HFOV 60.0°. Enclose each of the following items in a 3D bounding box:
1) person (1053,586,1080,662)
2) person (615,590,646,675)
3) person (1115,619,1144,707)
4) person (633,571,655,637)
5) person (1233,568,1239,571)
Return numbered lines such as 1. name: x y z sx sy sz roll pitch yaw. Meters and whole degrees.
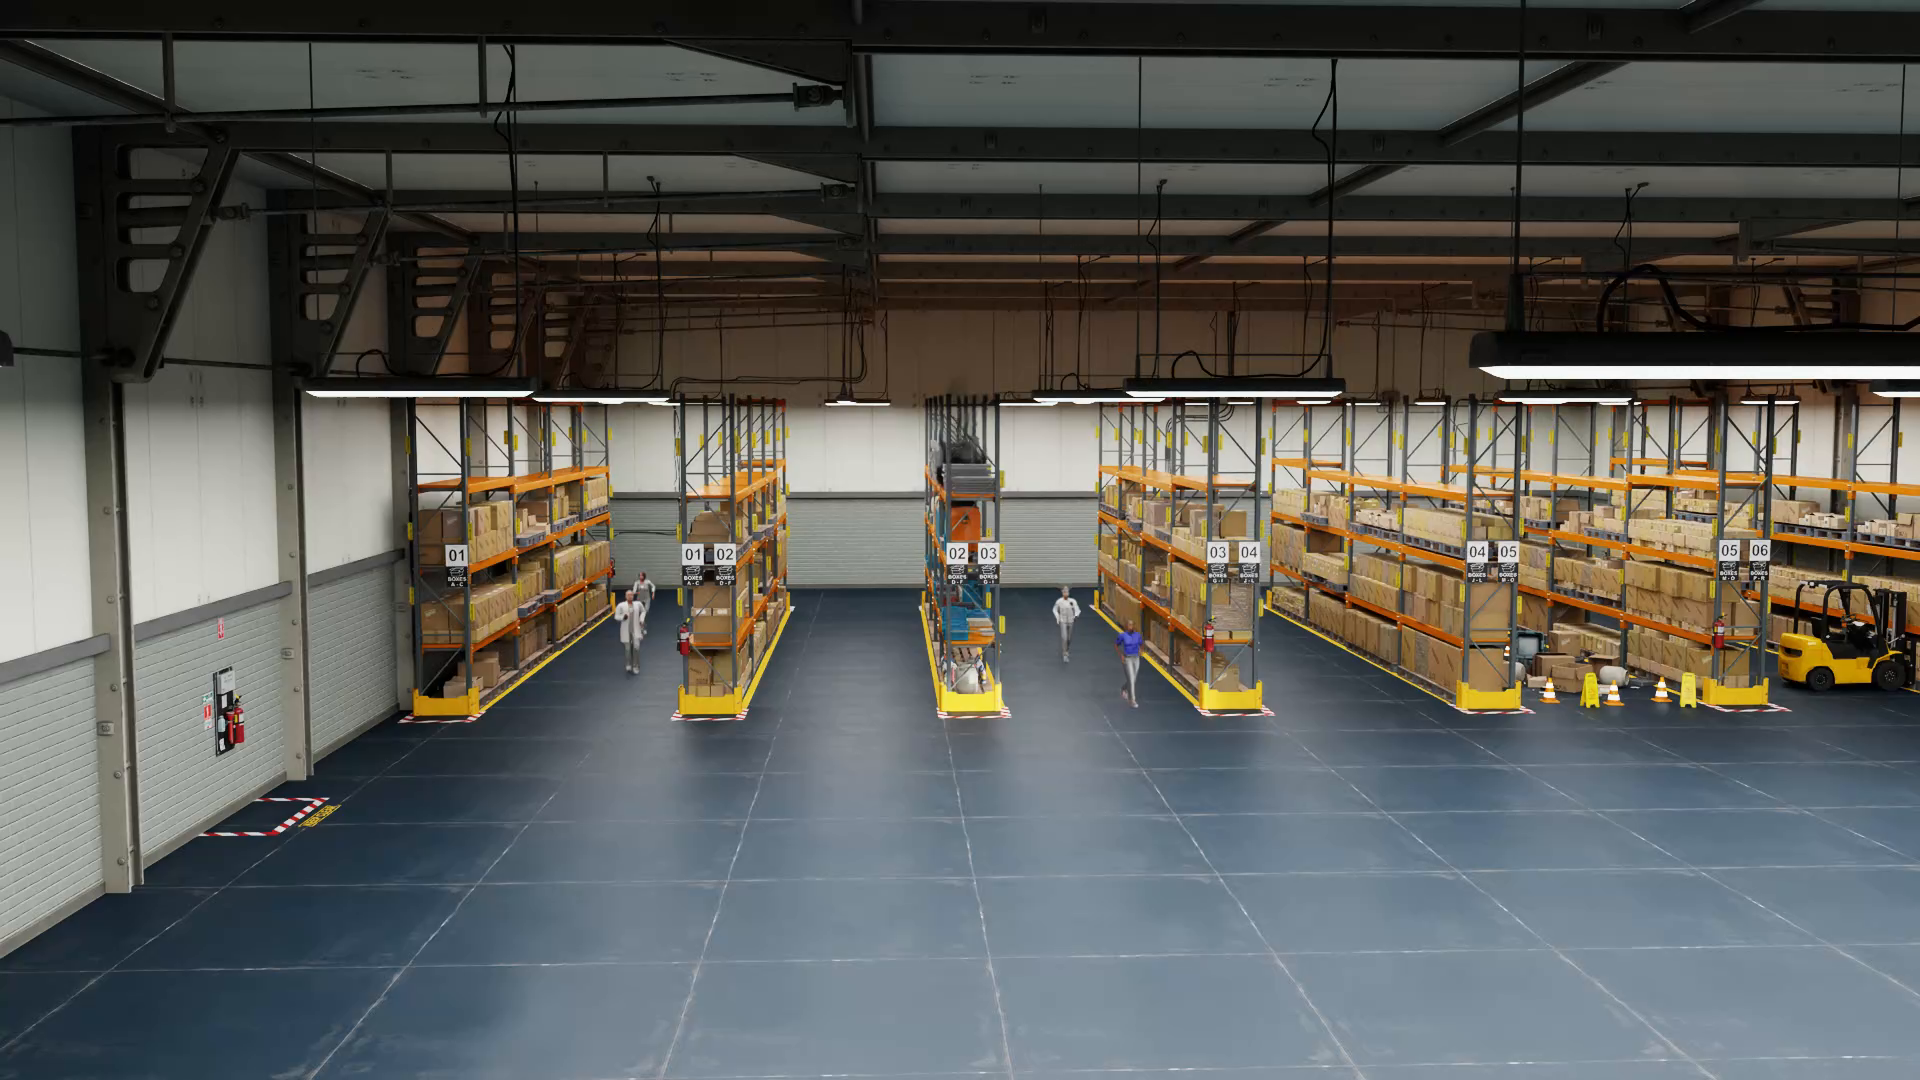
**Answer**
1. person: 2.420 1.876 37.700 0.610 1.694 0.860 0 5 -3
2. person: -7.115 1.999 35.962 0.685 1.826 0.777 -1 5 -15
3. person: 3.282 2.342 32.084 0.573 1.653 0.859 -1 5 -18
4. person: -8.018 1.596 42.149 0.548 1.628 0.850 0 5 -4
5. person: 7.675 1.211 46.698 0.613 1.666 0.908 0 5 1
